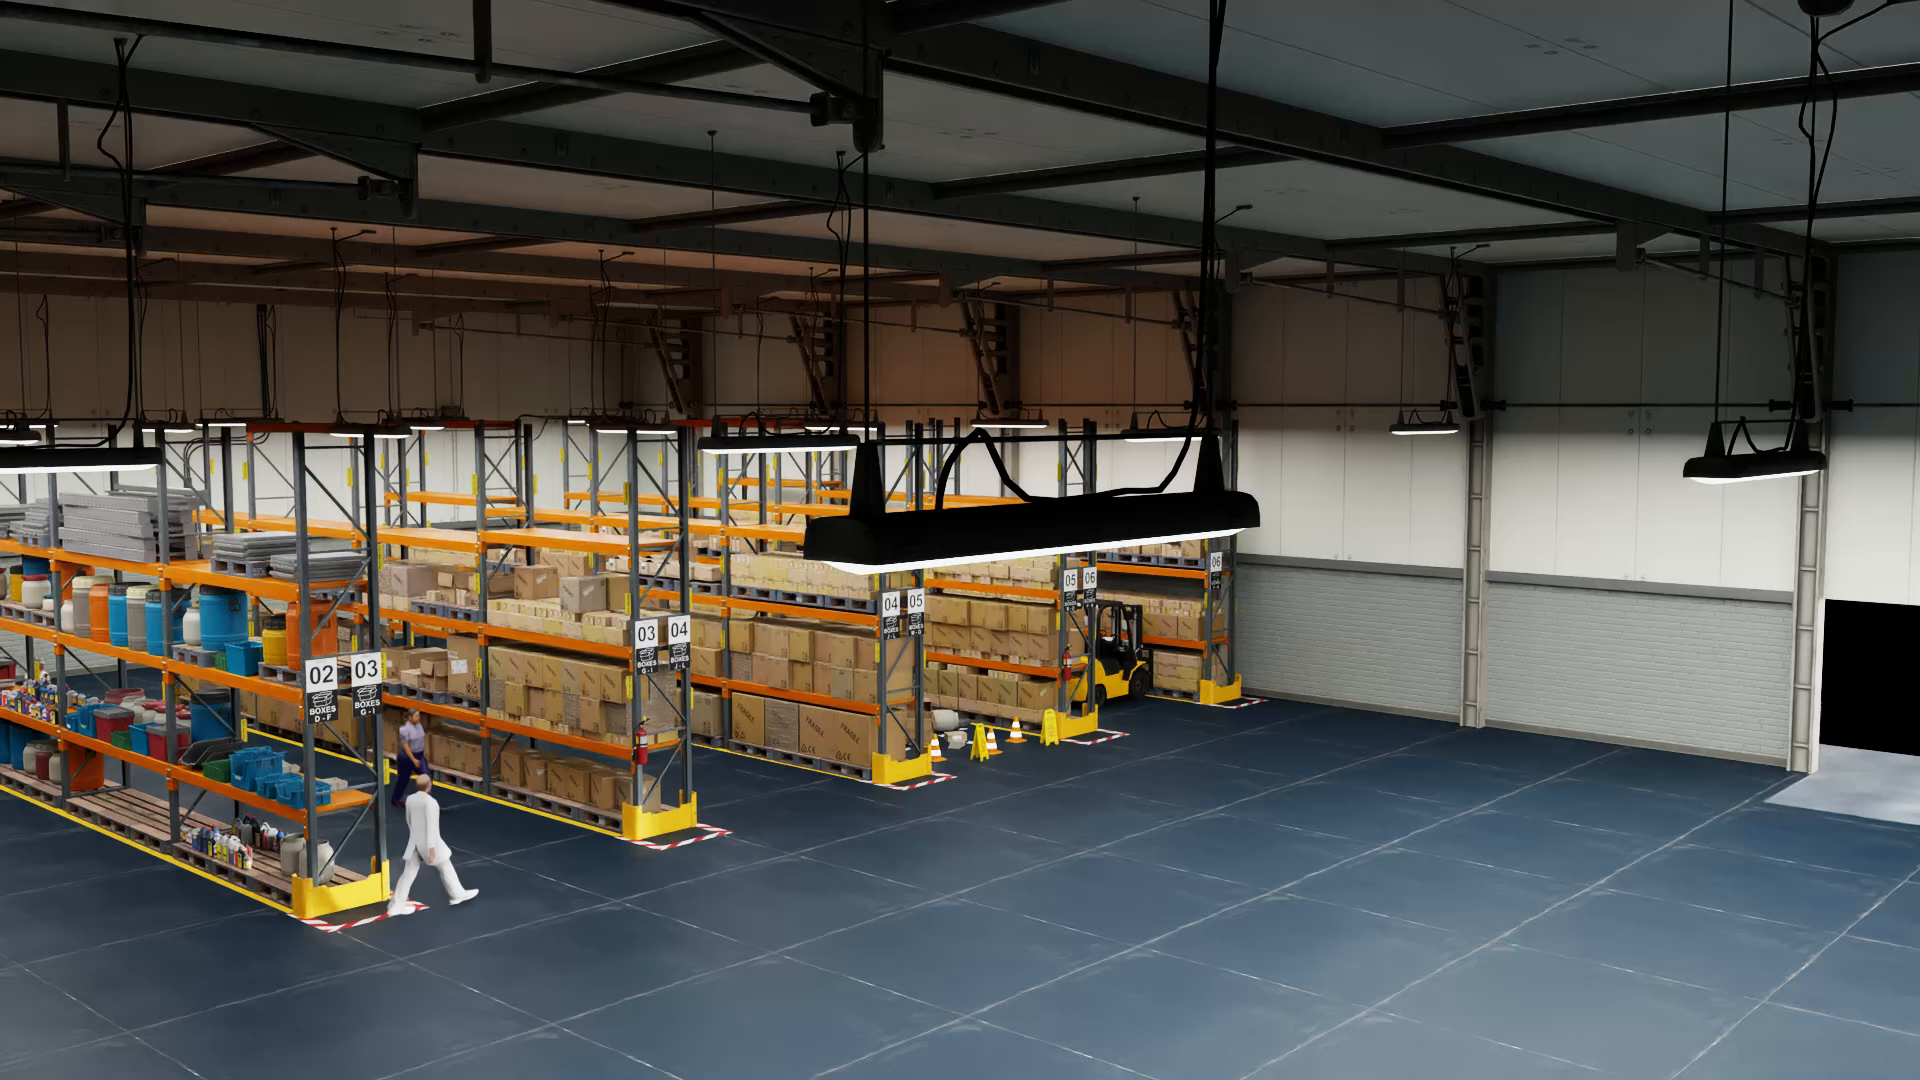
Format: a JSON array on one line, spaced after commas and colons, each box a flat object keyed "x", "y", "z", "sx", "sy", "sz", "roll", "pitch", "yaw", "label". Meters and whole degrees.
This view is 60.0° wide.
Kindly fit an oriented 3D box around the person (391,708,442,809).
[{"x": -8.486, "y": 3.405, "z": 25.930, "sx": 0.984, "sy": 1.585, "sz": 0.481, "roll": 3, "pitch": 5, "yaw": 29, "label": "person"}]

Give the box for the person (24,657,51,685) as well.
[{"x": -17.113, "y": 2.972, "z": 30.884, "sx": 1.058, "sy": 1.621, "sz": 0.562, "roll": 3, "pitch": 6, "yaw": 32, "label": "person"}]

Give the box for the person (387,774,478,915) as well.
[{"x": -6.649, "y": 3.763, "z": 20.767, "sx": 0.640, "sy": 1.709, "sz": 1.169, "roll": 2, "pitch": 5, "yaw": 27, "label": "person"}]
